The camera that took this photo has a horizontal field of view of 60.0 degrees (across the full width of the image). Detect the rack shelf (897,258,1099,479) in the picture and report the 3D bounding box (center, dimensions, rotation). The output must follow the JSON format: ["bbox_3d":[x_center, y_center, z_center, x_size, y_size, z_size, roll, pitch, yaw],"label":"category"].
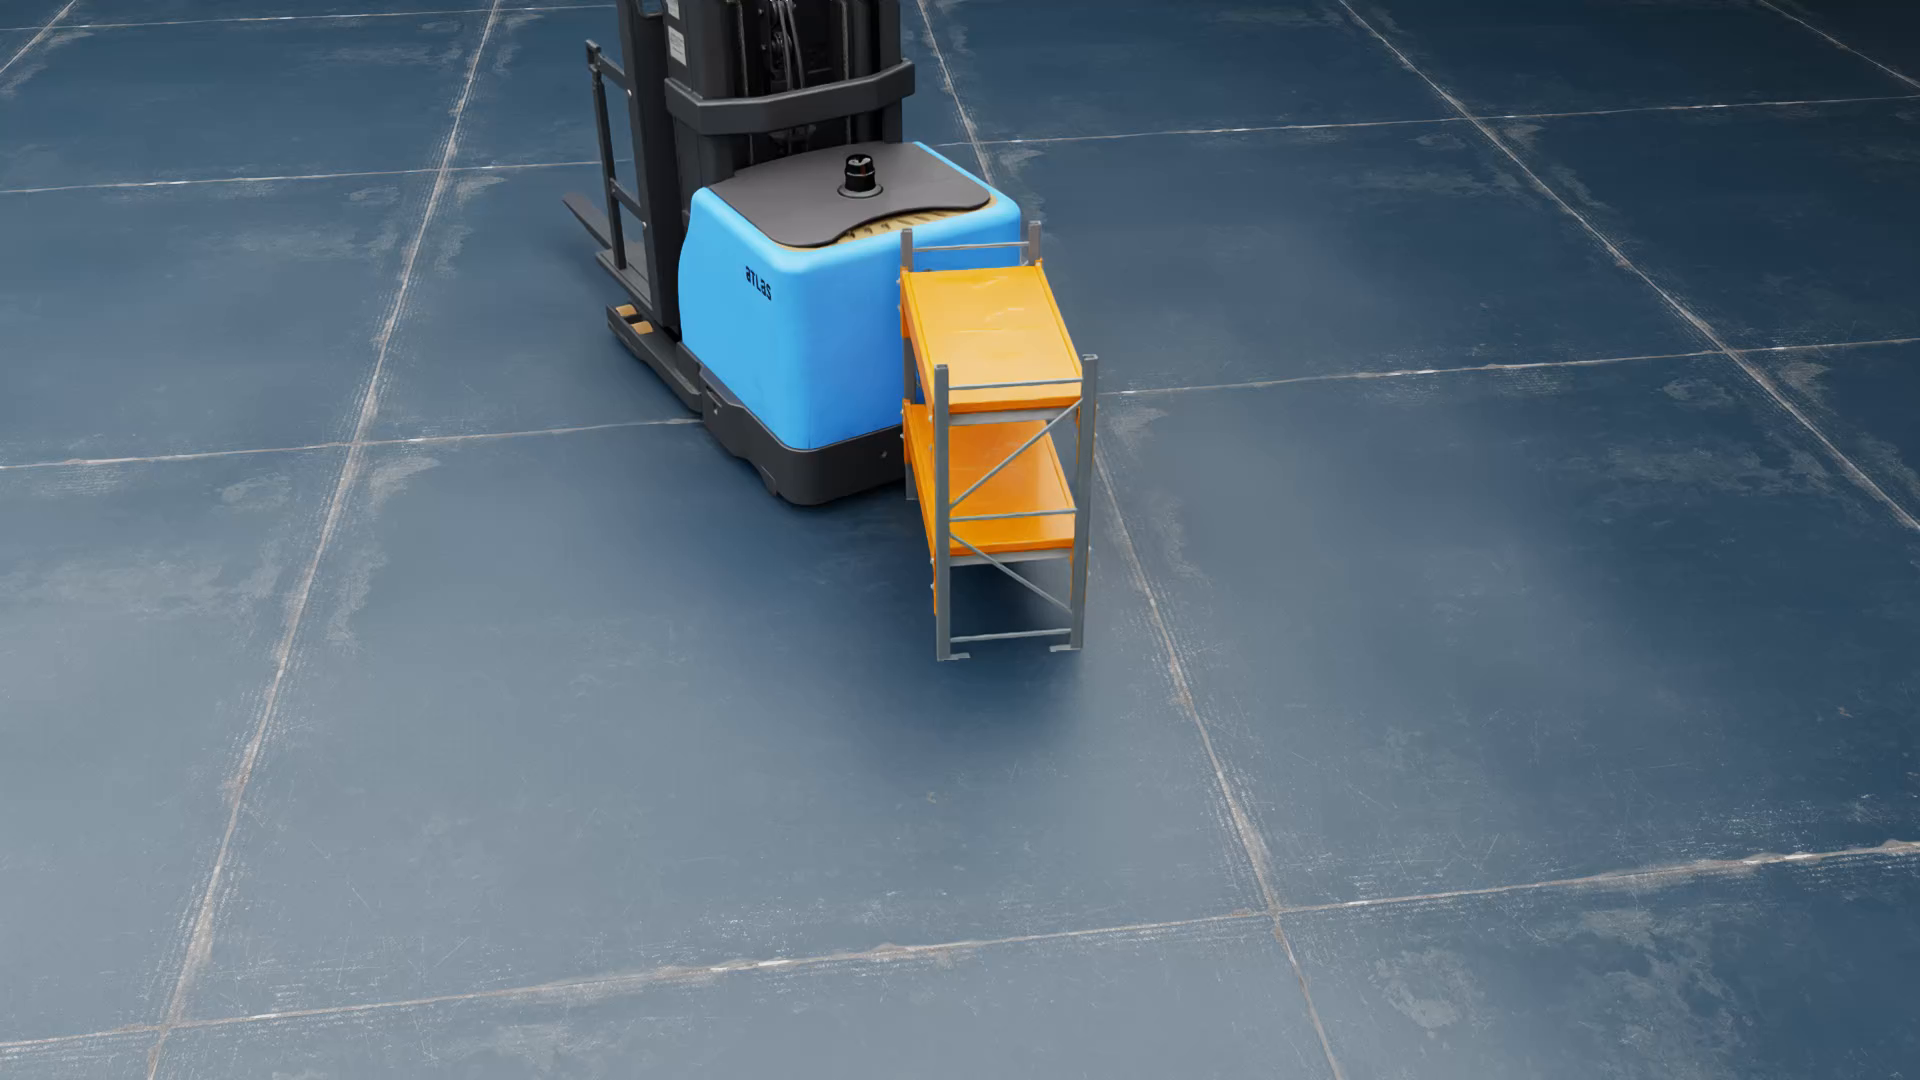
[{"bbox_3d":[0.105,-0.602,5.615,0.538,0.278,1.000,-4,35,-6],"label":"rack shelf"}]

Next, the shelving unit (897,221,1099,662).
[{"bbox_3d":[0.105,-0.361,5.780,0.538,1.125,1.048,-4,35,-6],"label":"shelving unit"}]

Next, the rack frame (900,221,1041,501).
[{"bbox_3d":[0.038,-0.644,6.197,0.500,1.125,0.032,-4,35,-6],"label":"rack frame"}]

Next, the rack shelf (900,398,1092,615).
[{"bbox_3d":[0.105,-0.159,5.918,0.538,0.278,1.000,-4,35,-6],"label":"rack shelf"}]

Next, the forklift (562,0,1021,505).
[{"bbox_3d":[-0.947,-2.143,6.791,1.130,2.935,3.031,-19,38,-25],"label":"forklift"}]

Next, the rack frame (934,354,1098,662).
[{"bbox_3d":[0.171,-0.077,5.364,0.500,1.125,0.032,-4,35,-6],"label":"rack frame"}]
